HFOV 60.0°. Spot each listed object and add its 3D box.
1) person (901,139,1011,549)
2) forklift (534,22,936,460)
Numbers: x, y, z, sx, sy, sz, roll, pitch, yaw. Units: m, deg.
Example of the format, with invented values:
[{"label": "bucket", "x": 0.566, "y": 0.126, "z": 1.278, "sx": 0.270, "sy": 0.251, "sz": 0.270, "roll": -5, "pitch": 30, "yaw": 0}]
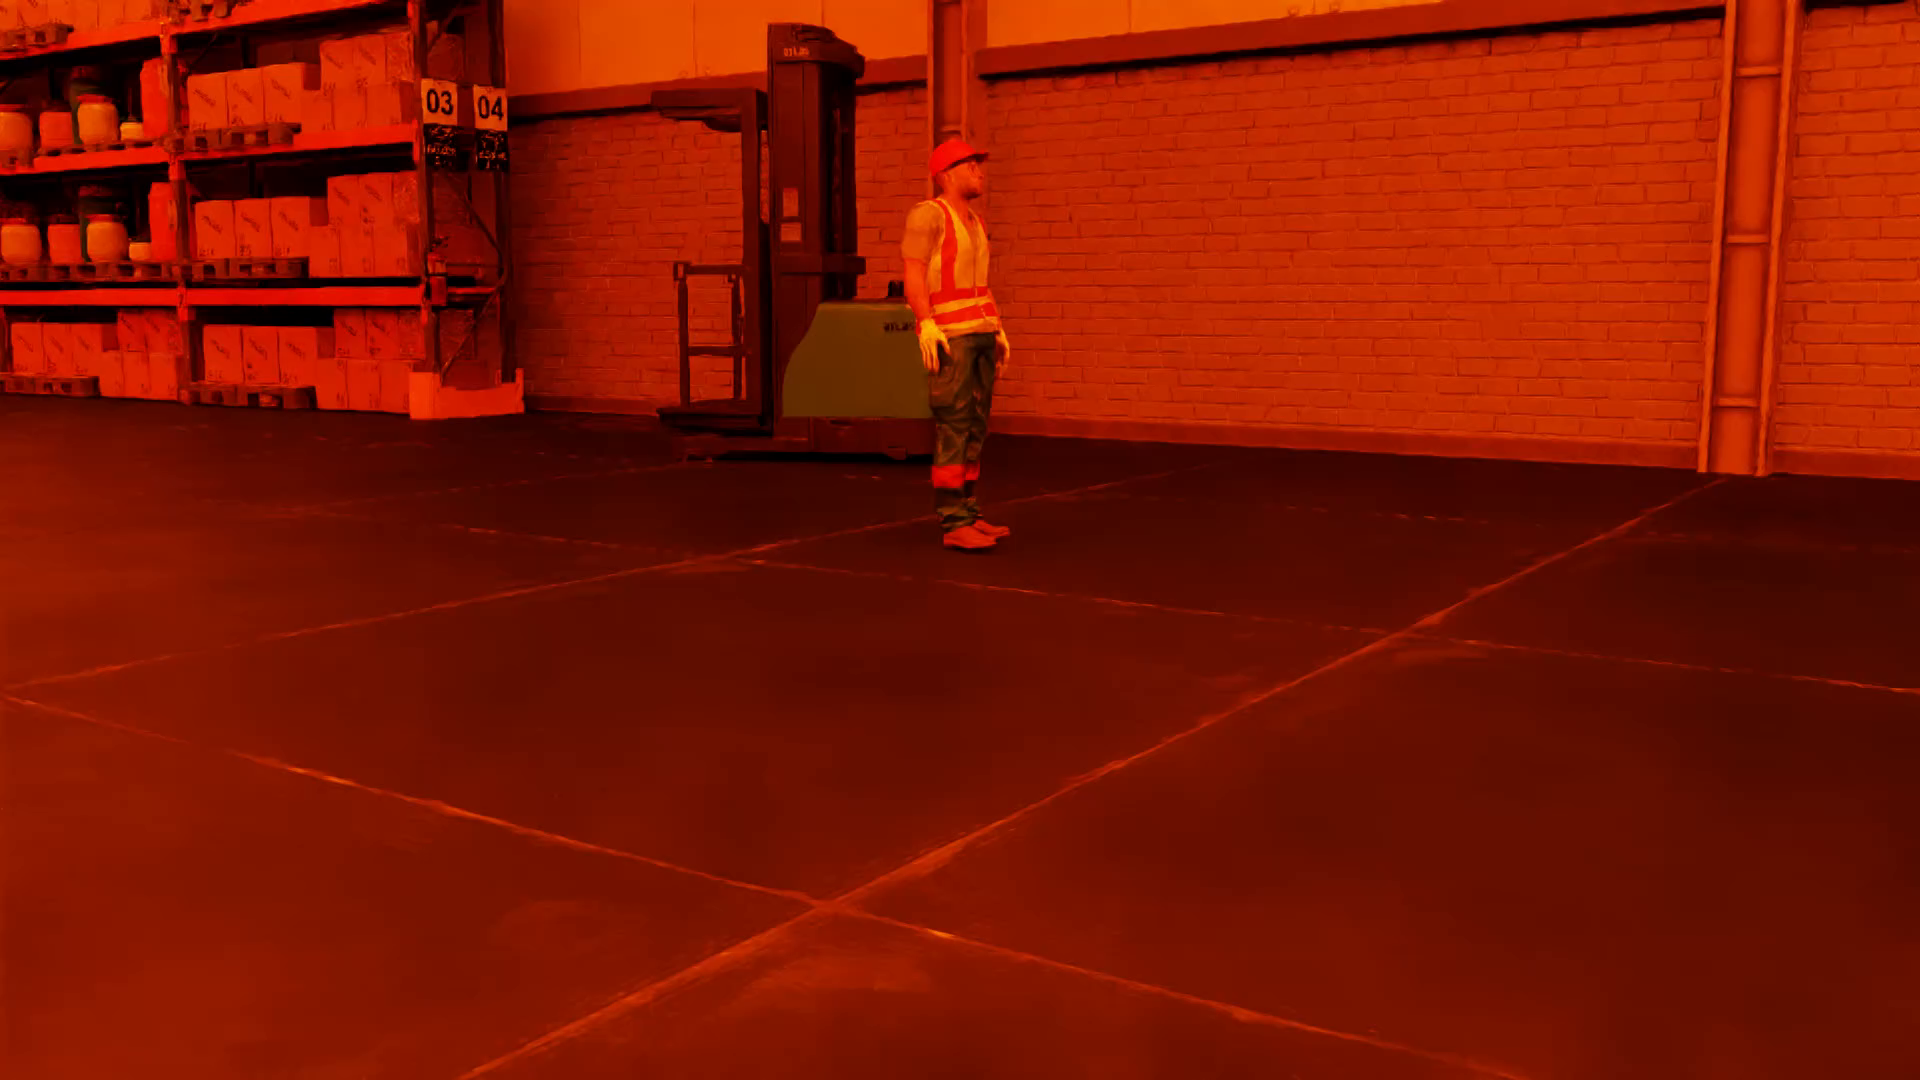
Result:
[{"label": "person", "x": 0.060, "y": -0.885, "z": 7.423, "sx": 0.563, "sy": 1.787, "sz": 0.637, "roll": 5, "pitch": 10, "yaw": 34}, {"label": "forklift", "x": -1.527, "y": -2.075, "z": 11.783, "sx": 3.031, "sy": 2.935, "sz": 1.130, "roll": 2, "pitch": 8, "yaw": 14}]
